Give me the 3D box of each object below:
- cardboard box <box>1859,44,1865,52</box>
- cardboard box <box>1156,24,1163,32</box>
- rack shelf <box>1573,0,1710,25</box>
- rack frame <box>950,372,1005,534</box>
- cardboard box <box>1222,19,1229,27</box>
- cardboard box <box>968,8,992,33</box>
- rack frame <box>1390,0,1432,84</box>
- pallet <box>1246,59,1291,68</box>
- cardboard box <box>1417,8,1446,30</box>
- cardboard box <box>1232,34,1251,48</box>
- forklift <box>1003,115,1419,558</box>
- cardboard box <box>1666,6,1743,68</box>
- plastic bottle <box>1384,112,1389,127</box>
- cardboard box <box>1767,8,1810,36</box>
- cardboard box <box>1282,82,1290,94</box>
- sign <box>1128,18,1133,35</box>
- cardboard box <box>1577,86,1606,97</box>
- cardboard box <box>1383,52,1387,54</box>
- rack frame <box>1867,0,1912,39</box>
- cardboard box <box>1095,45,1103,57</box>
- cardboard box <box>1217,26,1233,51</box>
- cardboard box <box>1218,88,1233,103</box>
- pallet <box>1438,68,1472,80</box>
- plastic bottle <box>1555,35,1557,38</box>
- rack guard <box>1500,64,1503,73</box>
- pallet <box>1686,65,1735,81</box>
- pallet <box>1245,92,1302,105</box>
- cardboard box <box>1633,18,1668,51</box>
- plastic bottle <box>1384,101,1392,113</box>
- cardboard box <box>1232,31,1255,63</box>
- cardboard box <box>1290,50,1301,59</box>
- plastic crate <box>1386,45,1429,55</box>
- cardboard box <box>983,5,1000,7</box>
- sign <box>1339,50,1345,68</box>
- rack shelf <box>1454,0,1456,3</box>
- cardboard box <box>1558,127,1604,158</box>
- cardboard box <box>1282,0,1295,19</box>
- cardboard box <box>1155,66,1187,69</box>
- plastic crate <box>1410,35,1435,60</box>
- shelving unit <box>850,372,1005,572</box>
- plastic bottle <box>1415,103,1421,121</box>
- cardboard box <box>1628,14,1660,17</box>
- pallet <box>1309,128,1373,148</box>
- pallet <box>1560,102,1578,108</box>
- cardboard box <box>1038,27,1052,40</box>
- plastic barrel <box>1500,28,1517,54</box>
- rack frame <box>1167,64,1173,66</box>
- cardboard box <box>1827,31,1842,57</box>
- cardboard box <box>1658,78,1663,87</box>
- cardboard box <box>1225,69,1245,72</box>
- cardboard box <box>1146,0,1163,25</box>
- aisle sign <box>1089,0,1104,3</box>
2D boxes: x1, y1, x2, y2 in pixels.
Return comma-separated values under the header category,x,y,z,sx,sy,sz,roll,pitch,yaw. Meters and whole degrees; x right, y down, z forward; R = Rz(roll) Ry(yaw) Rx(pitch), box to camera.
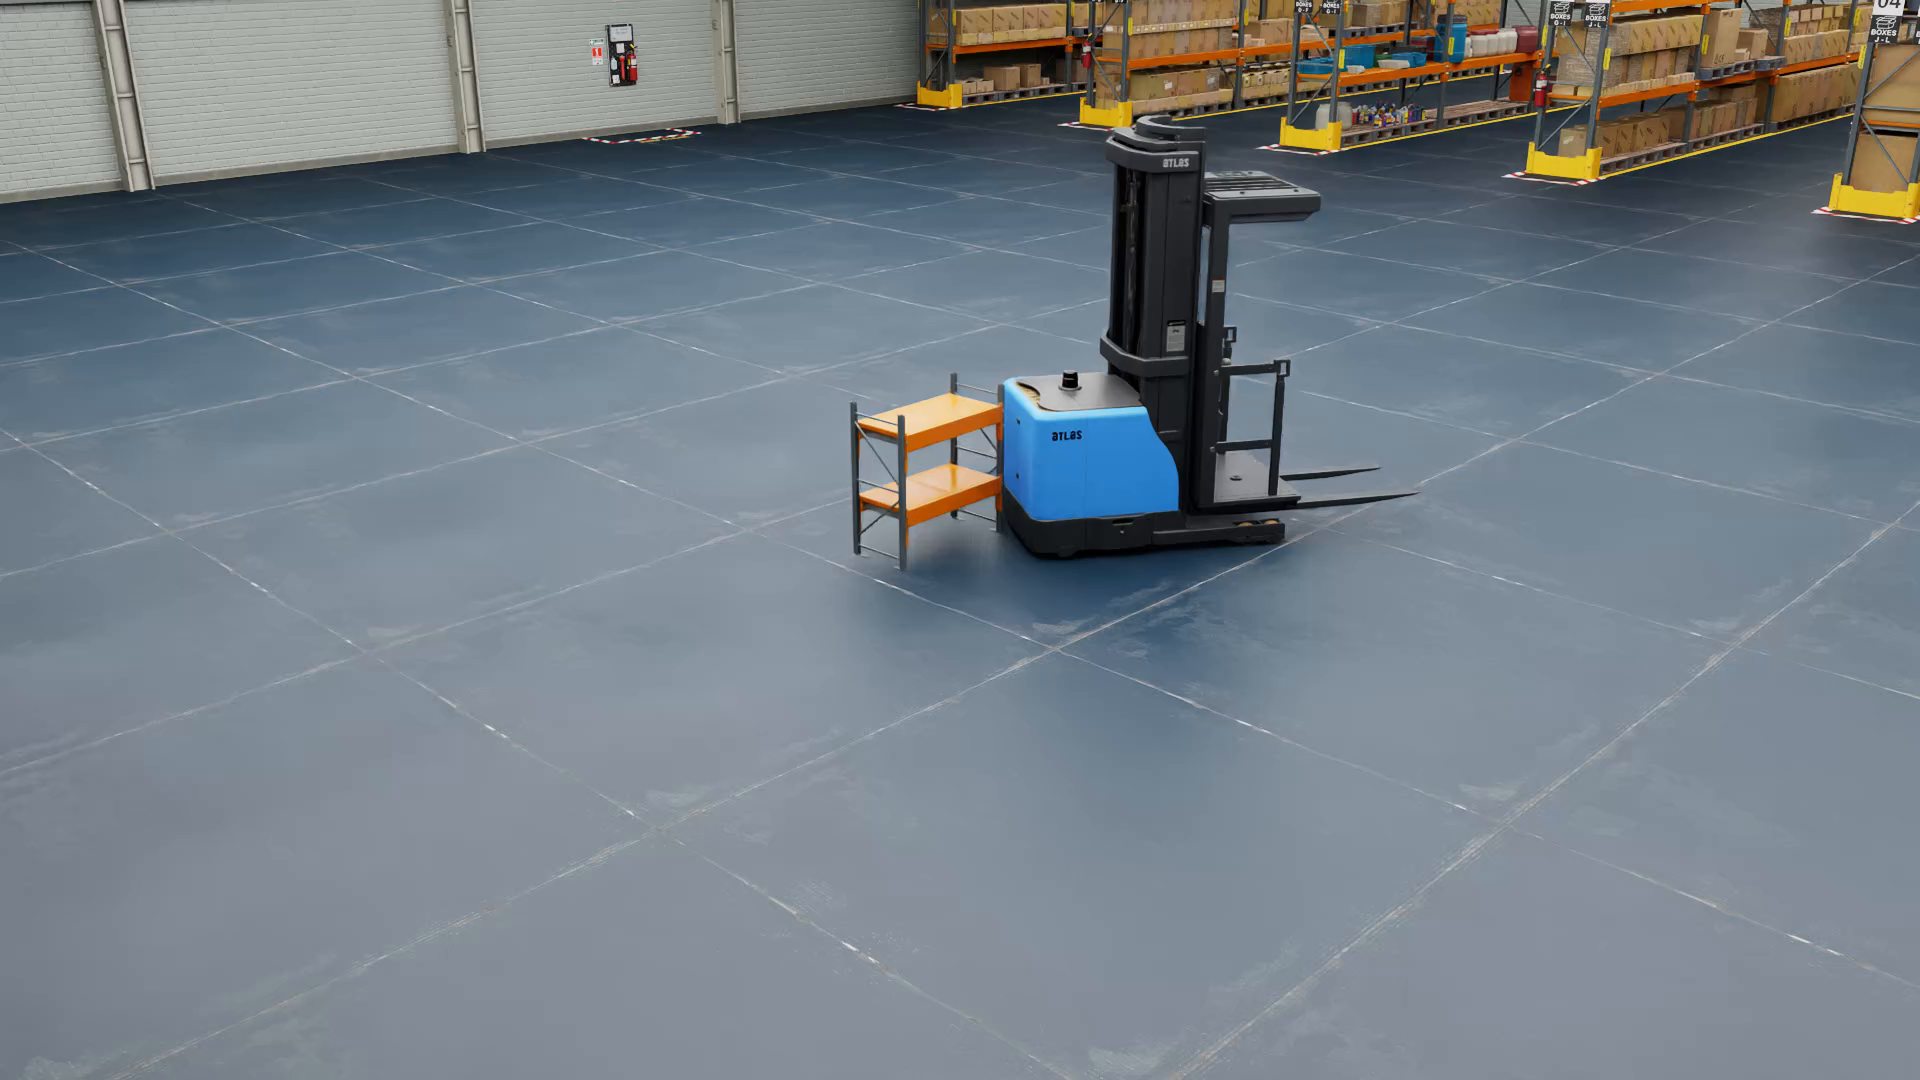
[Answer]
category,x,y,z,sx,sy,sz,roll,pitch,yaw
cardboard box,19.310,-10.651,35.955,0.250,0.149,0.380,-19,28,-40
cardboard box,3.996,-10.629,34.504,0.380,0.149,0.250,19,28,40
rack shelf,11.523,-9.134,28.480,1.077,0.370,4.000,19,28,41
rack frame,0.124,-0.636,12.161,0.500,1.125,0.032,18,27,39
cardboard box,5.613,-11.227,36.060,0.380,0.149,0.250,19,28,40
cardboard box,0.381,-11.736,37.564,0.500,0.500,0.500,19,28,41
rack frame,11.404,-13.121,42.030,1.000,3.000,0.127,19,28,41
pallet,8.439,-13.234,46.211,1.003,0.211,1.213,19,28,41
cardboard box,11.955,-13.230,42.175,0.500,0.500,0.500,-19,28,-41
cardboard box,6.135,-11.132,37.064,0.500,0.250,0.500,-18,27,-39
forklift,1.867,-1.505,11.906,3.031,2.935,1.130,-5,22,-12
cardboard box,13.573,-9.229,30.484,1.000,1.000,1.000,19,28,41
plastic bottle,8.306,-8.203,32.426,0.097,0.271,0.097,0,21,0
cardboard box,16.687,-10.478,33.616,0.637,0.503,0.797,-19,28,-41
cardboard box,7.354,-10.414,38.235,0.500,0.250,0.500,-20,28,-41
sign,3.426,-10.337,33.469,0.100,0.325,0.005,19,28,41
cardboard box,10.497,-7.452,27.632,0.380,0.149,0.250,19,28,41
cardboard box,10.892,-12.096,42.235,0.500,0.500,0.500,18,27,38
rack frame,21.289,-11.668,38.252,1.000,3.000,0.127,19,28,41
cardboard box,3.438,-12.134,41.288,0.500,0.250,0.500,18,28,39
cardboard box,5.518,-10.995,36.361,0.700,0.500,0.500,18,28,39
cardboard box,5.656,-9.803,36.645,0.500,0.250,0.500,19,28,41
pallet,12.735,-12.310,43.809,1.003,0.211,1.213,19,28,41
plastic bottle,13.142,-10.970,36.596,0.061,0.283,0.133,19,28,41
rack guard,14.141,-12.963,45.103,1.175,0.500,0.348,19,28,41
pallet,13.556,-8.654,30.677,1.003,0.211,1.213,19,28,41
pallet,7.160,-10.277,38.518,1.003,0.211,1.213,19,28,41
cardboard box,11.753,-8.667,28.494,0.500,0.500,0.500,19,28,41
plastic bottle,8.612,-8.653,33.484,0.144,0.351,0.185,19,28,41
cardboard box,7.492,-13.352,45.044,0.750,0.750,0.750,20,28,41
cardboard box,9.160,-13.815,46.735,0.500,0.500,0.700,-19,28,-41
plastic crate,8.913,-9.692,33.195,0.767,0.338,0.504,19,28,41
cardboard box,0.724,-12.129,38.586,0.500,0.500,0.500,-20,29,-41
sign,6.970,-8.786,30.366,0.100,0.325,0.005,19,28,41
rack shelf,10.765,-11.402,34.380,1.077,0.370,4.000,19,28,41
cardboard box,10.575,-6.741,28.331,0.500,0.500,0.500,-14,25,-32
cardboard box,8.755,-14.821,46.036,0.980,0.700,0.700,18,28,39
cardboard box,4.578,-10.029,36.188,0.500,0.500,0.500,19,28,41
plastic crate,9.488,-10.054,33.963,0.402,0.464,0.583,19,28,41
shelving unit,-0.219,-0.501,11.811,0.538,1.125,1.048,18,27,39
plastic bottle,9.127,-8.555,33.230,0.144,0.351,0.185,18,28,39
cardboard box,12.074,-9.055,29.505,0.500,0.500,0.500,19,28,41
pallet,7.169,-7.732,31.898,1.003,0.211,1.213,19,28,41
pallet,13.531,-10.075,37.993,1.003,0.211,1.213,19,28,41
cardboard box,1.804,-11.919,39.084,0.500,0.250,0.500,19,28,41
plastic barrel,11.595,-10.586,35.280,0.421,0.512,0.421,0,21,0
rack frame,5.062,-13.331,42.578,1.000,3.000,0.127,19,28,41
cardboard box,18.018,-10.373,34.742,0.500,0.500,0.500,-19,28,-40
cardboard box,12.071,-8.029,29.133,0.380,0.149,0.250,19,28,41
cardboard box,6.259,-10.550,37.806,0.500,0.311,0.500,-19,28,-41
cardboard box,3.767,-10.955,34.448,0.700,0.500,0.500,18,28,39
aisle sign,2.776,-11.306,33.685,0.394,0.787,0.004,19,28,41
